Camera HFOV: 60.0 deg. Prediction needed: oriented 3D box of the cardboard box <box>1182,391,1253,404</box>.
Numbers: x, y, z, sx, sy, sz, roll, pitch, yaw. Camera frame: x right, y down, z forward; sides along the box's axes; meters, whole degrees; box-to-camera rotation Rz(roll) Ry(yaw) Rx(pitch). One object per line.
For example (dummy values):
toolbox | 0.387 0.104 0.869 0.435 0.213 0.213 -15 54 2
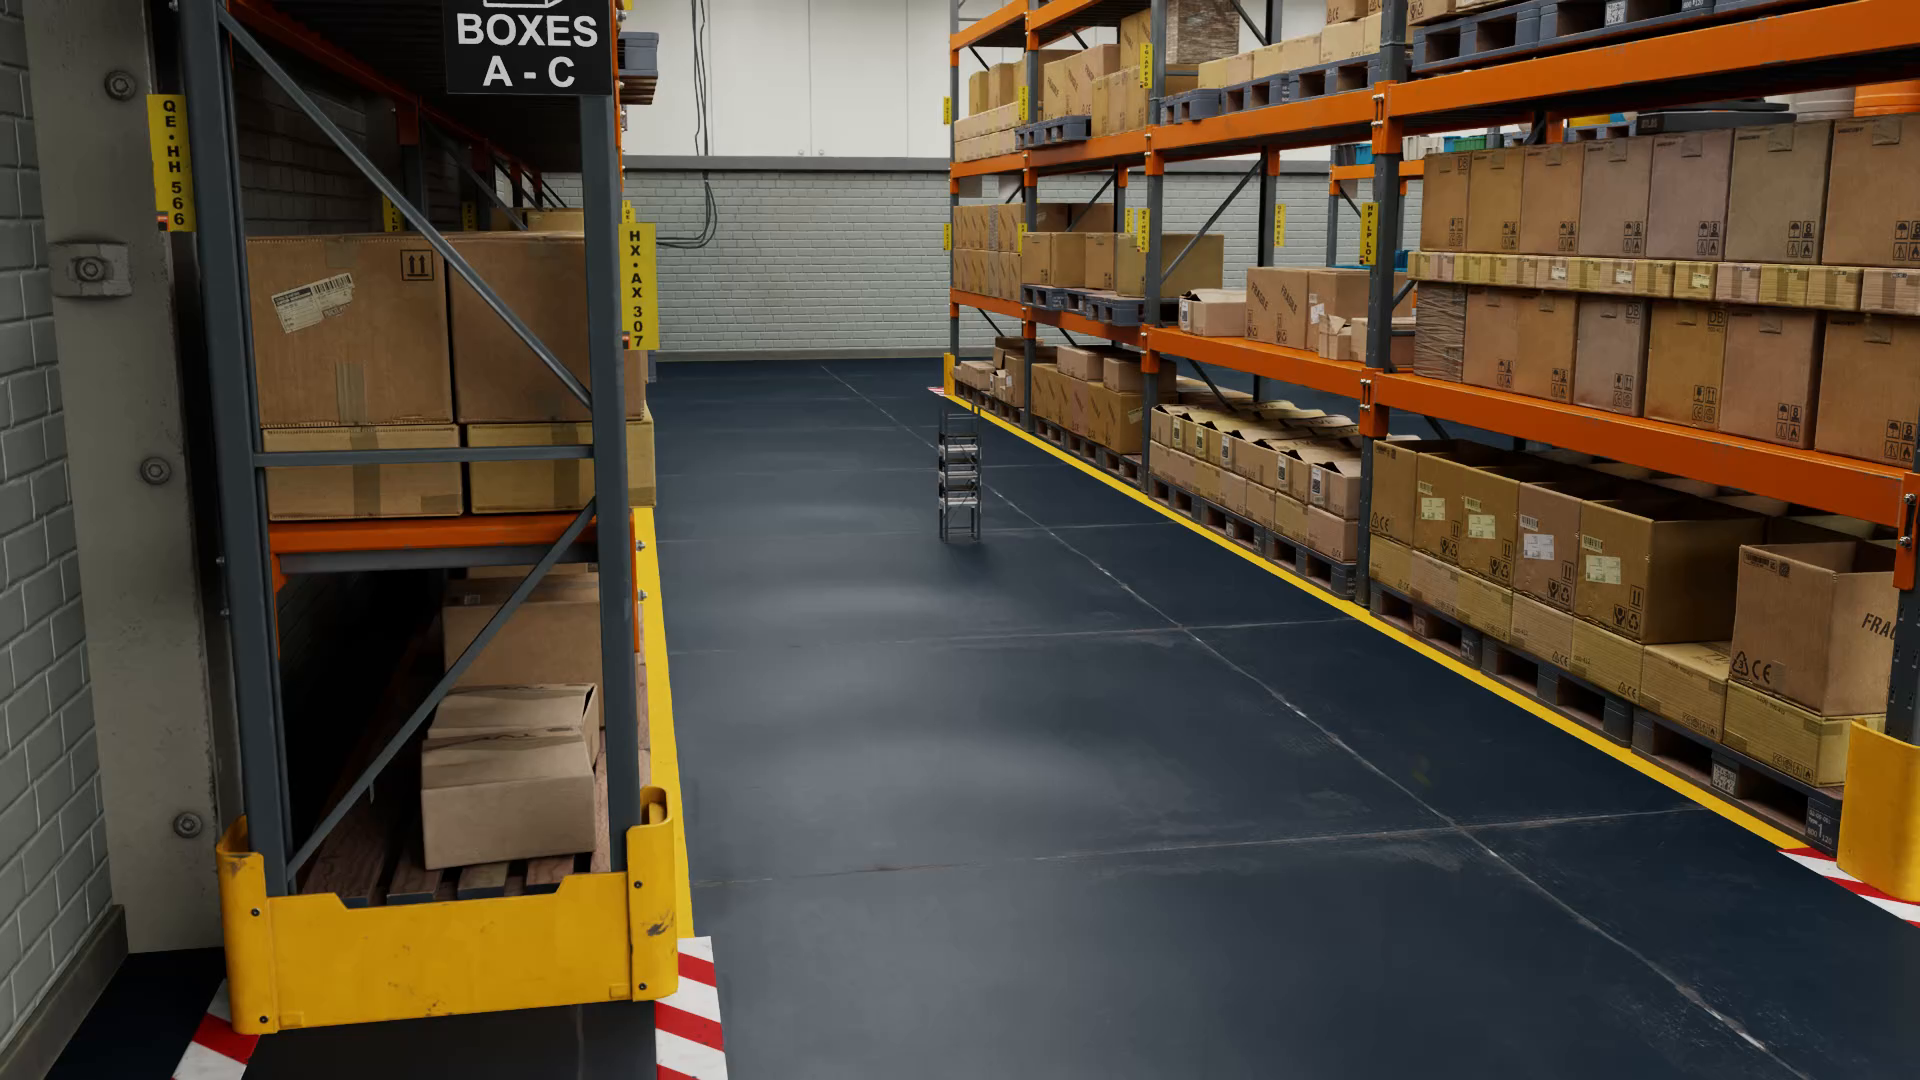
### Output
cardboard box | 2.128 -0.941 13.624 0.500 0.500 0.500 -2 11 -9

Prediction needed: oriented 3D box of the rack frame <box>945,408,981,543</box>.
rack frame | 0.018 -0.425 11.022 0.240 0.900 0.006 -2 11 -11

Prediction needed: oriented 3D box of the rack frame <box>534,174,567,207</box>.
rack frame | -4.478 -3.145 19.697 1.000 3.000 0.127 -2 11 -11

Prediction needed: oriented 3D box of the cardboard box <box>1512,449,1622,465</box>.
cardboard box | 3.104 -0.180 8.343 0.500 0.500 0.500 -2 11 -11

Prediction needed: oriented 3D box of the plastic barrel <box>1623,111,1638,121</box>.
plastic barrel | 6.303 -4.104 15.228 0.433 0.535 0.433 0 11 0

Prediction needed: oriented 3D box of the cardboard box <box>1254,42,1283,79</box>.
cardboard box | 2.299 -3.183 11.151 0.500 0.250 0.500 -2 11 -12

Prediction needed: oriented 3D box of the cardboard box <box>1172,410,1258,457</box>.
cardboard box | 1.860 -0.787 12.039 0.500 0.311 0.500 -2 11 -12

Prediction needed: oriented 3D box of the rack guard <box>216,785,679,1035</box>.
rack guard | -1.381 1.004 4.587 1.175 0.500 0.348 -2 11 -11

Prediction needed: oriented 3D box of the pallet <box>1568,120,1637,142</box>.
pallet | 6.489 -3.804 15.644 1.003 0.211 1.213 -2 11 -11

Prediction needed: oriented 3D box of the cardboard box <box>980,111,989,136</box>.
cardboard box | 0.512 -4.592 18.343 0.500 0.250 0.500 -2 11 -11

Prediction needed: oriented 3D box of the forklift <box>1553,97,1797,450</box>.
forklift | 4.812 -1.562 11.567 1.130 2.935 3.031 -2 11 -8

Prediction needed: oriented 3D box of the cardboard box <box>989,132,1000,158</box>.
cardboard box | 0.610 -4.255 17.908 0.500 0.250 0.500 -2 11 -11

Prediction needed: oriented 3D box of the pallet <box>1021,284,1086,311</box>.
pallet | 1.206 -2.347 16.020 1.003 0.211 1.213 -2 11 -11

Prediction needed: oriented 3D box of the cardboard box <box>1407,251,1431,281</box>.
cardboard box | 2.576 -1.436 8.718 0.380 0.149 0.250 -2 11 -11

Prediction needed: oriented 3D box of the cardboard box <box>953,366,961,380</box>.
cardboard box | 0.124 -2.052 20.404 0.380 0.149 0.250 -2 11 -11

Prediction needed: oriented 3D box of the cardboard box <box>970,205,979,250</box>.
cardboard box | 0.409 -3.588 19.081 0.500 0.500 0.500 -2 11 -10

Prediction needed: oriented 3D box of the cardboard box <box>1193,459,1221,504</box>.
cardboard box | 1.955 -0.420 11.612 0.500 0.250 0.500 -2 11 -13

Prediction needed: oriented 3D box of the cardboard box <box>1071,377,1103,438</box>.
cardboard box | 1.315 -1.201 14.991 0.500 0.500 0.500 -3 11 -13

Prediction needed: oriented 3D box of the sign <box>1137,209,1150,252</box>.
sign | 1.405 -2.367 12.725 0.100 0.325 0.005 -2 11 -11

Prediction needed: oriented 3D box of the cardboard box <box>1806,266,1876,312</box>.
cardboard box | 3.178 -0.870 5.743 0.380 0.149 0.250 -2 11 -10

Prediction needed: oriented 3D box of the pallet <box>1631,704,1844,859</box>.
pallet | 3.302 0.840 6.219 1.003 0.211 1.213 -2 11 -11

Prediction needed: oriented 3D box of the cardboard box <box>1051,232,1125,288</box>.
cardboard box | 1.227 -2.629 15.595 0.700 0.500 0.500 0 11 -2

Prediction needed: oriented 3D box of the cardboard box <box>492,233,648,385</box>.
cardboard box | -1.345 -0.799 5.716 0.500 0.500 0.500 -2 11 -13

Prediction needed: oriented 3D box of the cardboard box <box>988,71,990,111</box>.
cardboard box | 0.712 -5.063 18.813 0.700 0.500 0.500 -2 11 -11

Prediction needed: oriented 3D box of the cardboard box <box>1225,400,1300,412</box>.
cardboard box | 2.279 -0.902 12.646 0.500 0.311 0.500 -2 11 -10

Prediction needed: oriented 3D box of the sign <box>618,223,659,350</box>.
sign | -0.834 -0.655 4.303 0.100 0.325 0.005 -2 11 -11

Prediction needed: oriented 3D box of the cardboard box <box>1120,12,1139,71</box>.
cardboard box | 1.659 -4.140 13.960 0.500 0.500 0.500 -2 11 -11

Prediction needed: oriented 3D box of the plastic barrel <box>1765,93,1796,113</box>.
plastic barrel | 6.555 -3.498 13.233 0.421 0.512 0.421 0 11 0

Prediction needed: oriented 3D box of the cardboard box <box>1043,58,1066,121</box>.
cardboard box | 1.184 -4.275 15.955 0.600 0.600 0.600 -3 11 -16

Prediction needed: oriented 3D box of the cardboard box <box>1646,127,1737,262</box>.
cardboard box | 3.197 -1.362 6.594 0.700 0.500 0.500 -2 11 -11

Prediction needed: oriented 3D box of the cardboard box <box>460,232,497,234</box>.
cardboard box | -1.958 -0.873 6.105 0.500 0.500 0.500 -2 11 -10

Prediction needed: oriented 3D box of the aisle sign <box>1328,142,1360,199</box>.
aisle sign | 4.934 -4.785 21.360 0.394 0.787 0.004 -2 11 -11

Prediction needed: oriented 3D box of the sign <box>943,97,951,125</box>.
sign | -0.152 -5.209 20.181 0.100 0.325 0.005 -2 11 -11

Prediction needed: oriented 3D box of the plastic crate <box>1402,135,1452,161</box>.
plastic crate | 5.368 -4.503 19.126 0.437 0.282 0.530 -2 11 -11

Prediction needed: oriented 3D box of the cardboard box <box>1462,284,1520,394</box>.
cardboard box | 2.915 -0.996 8.141 0.700 0.500 0.500 -2 11 -12

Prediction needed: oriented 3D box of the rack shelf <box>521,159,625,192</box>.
rack shelf | -4.089 -3.898 17.557 1.077 0.370 4.000 -2 11 -11

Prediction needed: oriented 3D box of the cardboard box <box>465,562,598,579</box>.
cardboard box | -2.304 -0.067 9.033 0.700 0.500 0.500 -2 11 -9

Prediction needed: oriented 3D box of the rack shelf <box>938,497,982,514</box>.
rack shelf | -0.002 -0.234 11.160 0.258 0.077 0.200 -2 11 -11

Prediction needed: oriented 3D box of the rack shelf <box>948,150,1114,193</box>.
rack shelf | 0.769 -4.079 18.507 1.077 0.370 4.000 -2 11 -11

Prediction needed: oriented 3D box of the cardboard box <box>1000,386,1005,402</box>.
cardboard box | 0.637 -1.569 17.863 0.380 0.149 0.250 -2 11 -11

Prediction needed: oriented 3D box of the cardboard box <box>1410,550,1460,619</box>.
cardboard box | 2.599 0.208 8.314 0.500 0.250 0.500 -2 11 -11

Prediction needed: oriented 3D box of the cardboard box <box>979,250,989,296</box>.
cardboard box | 0.503 -3.006 18.698 0.500 0.500 0.500 -2 11 -10

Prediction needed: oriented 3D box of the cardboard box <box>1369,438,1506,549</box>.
cardboard box | 2.497 -0.252 8.725 0.500 0.500 0.500 -2 11 -11

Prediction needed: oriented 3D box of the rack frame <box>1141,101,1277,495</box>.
rack frame | 1.936 -1.859 12.939 1.000 3.000 0.127 -2 11 -11

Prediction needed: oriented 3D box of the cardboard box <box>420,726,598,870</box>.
cardboard box | -1.413 0.764 5.174 0.500 0.311 0.500 -3 11 -17

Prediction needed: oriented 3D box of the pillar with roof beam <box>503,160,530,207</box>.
pillar with roof beam | -1.629 -6.712 22.395 9.100 9.000 0.400 -2 11 -11

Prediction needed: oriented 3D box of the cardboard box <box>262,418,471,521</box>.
cardboard box | -1.648 -0.225 4.705 0.500 0.250 0.500 -2 11 -10

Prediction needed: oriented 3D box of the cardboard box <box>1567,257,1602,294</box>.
cardboard box | 2.881 -1.152 7.226 0.380 0.149 0.250 -2 11 -11

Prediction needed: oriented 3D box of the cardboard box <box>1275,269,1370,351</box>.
cardboard box | 2.381 -1.504 10.808 0.500 0.500 0.500 -2 11 -11

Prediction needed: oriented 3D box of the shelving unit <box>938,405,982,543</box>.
shelving unit | -0.002 -0.444 11.120 0.258 0.900 0.210 -2 11 -11

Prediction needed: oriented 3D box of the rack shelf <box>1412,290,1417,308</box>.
rack shelf | 5.628 -2.785 19.730 1.077 0.370 4.000 -2 11 -11

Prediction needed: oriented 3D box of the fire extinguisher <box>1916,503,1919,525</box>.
fire extinguisher | 3.059 -0.315 5.034 0.296 0.674 0.183 -2 11 -11

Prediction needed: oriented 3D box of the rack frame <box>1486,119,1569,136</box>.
rack frame | 6.017 -5.719 17.175 1.000 3.000 0.127 -2 11 -11

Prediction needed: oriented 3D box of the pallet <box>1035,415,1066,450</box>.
pallet | 1.353 -1.074 16.277 1.003 0.211 1.213 -2 11 -11
